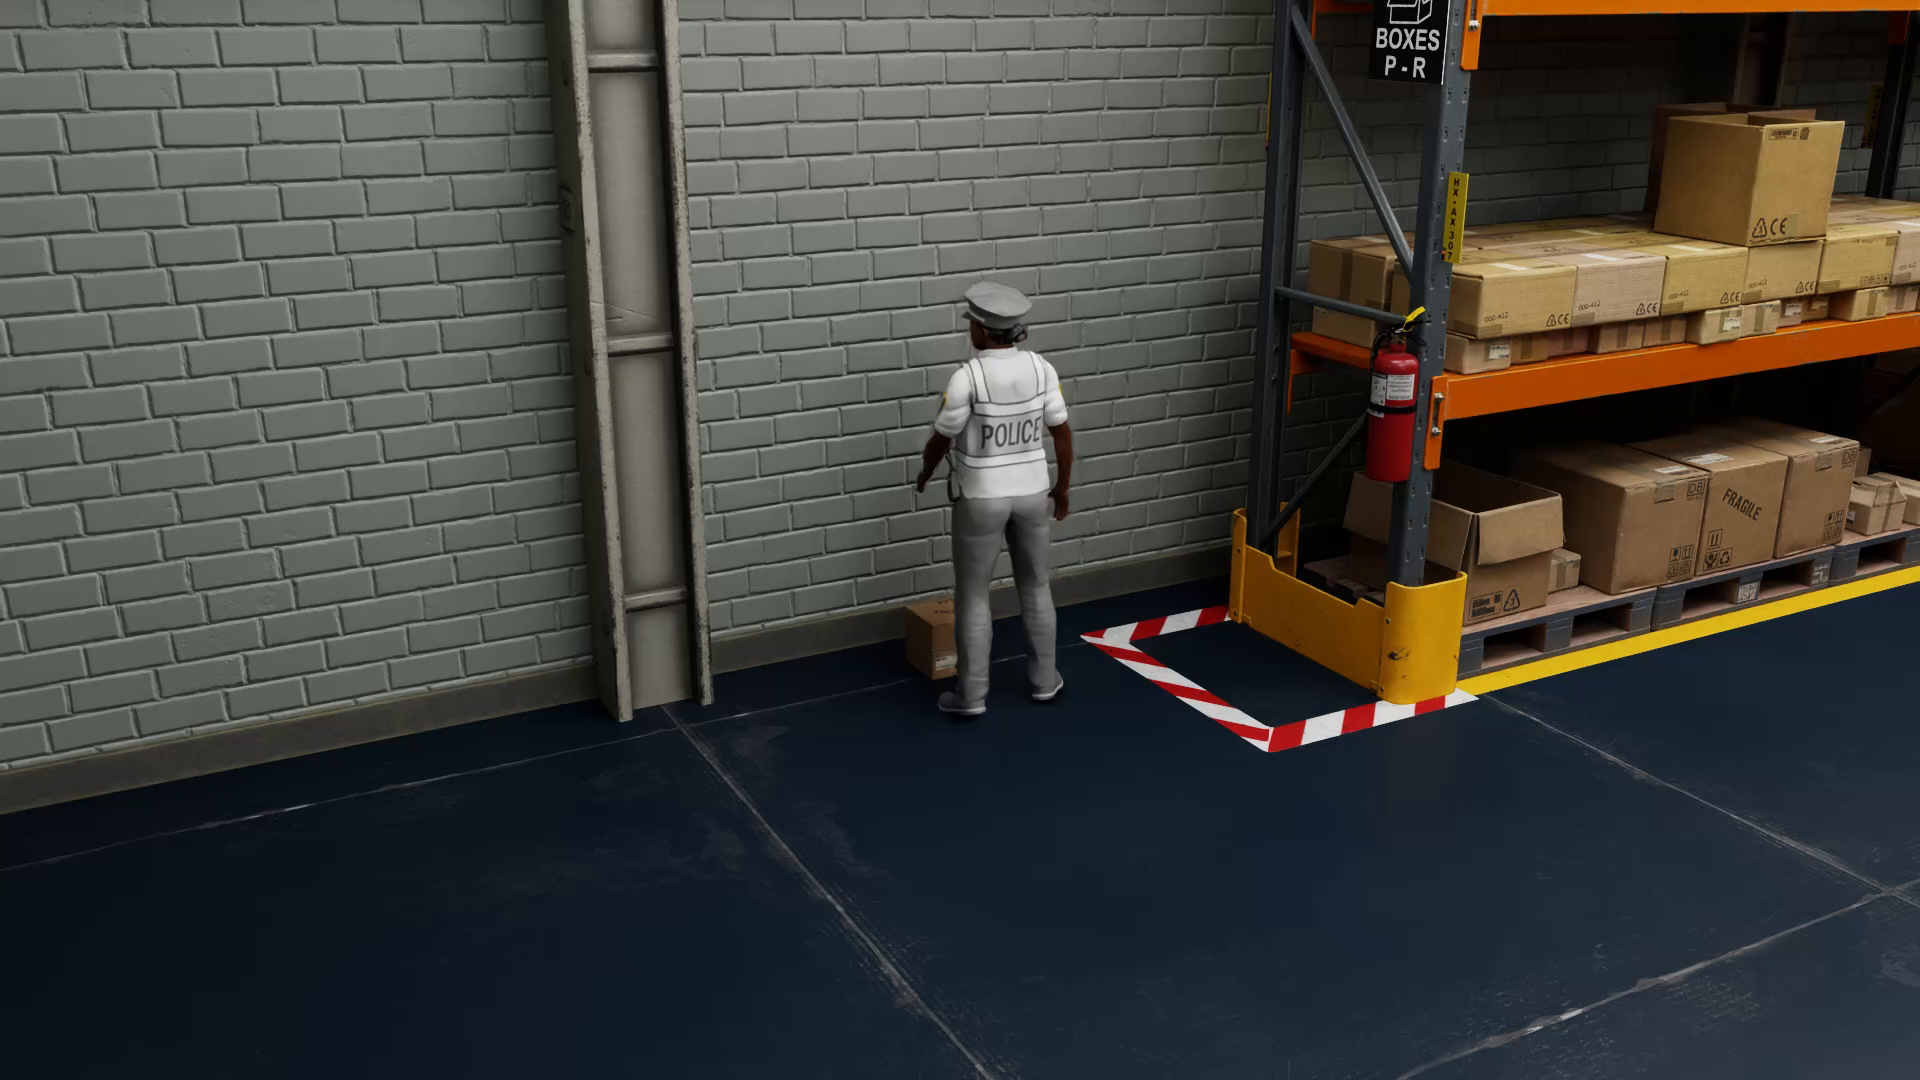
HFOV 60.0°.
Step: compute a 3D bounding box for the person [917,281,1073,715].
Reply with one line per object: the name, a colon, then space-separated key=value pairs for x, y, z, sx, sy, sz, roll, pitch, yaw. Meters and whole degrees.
person: x=0.135 y=-0.162 z=6.508 sx=0.609 sy=1.719 sz=0.496 roll=-8 pitch=20 yaw=-22
